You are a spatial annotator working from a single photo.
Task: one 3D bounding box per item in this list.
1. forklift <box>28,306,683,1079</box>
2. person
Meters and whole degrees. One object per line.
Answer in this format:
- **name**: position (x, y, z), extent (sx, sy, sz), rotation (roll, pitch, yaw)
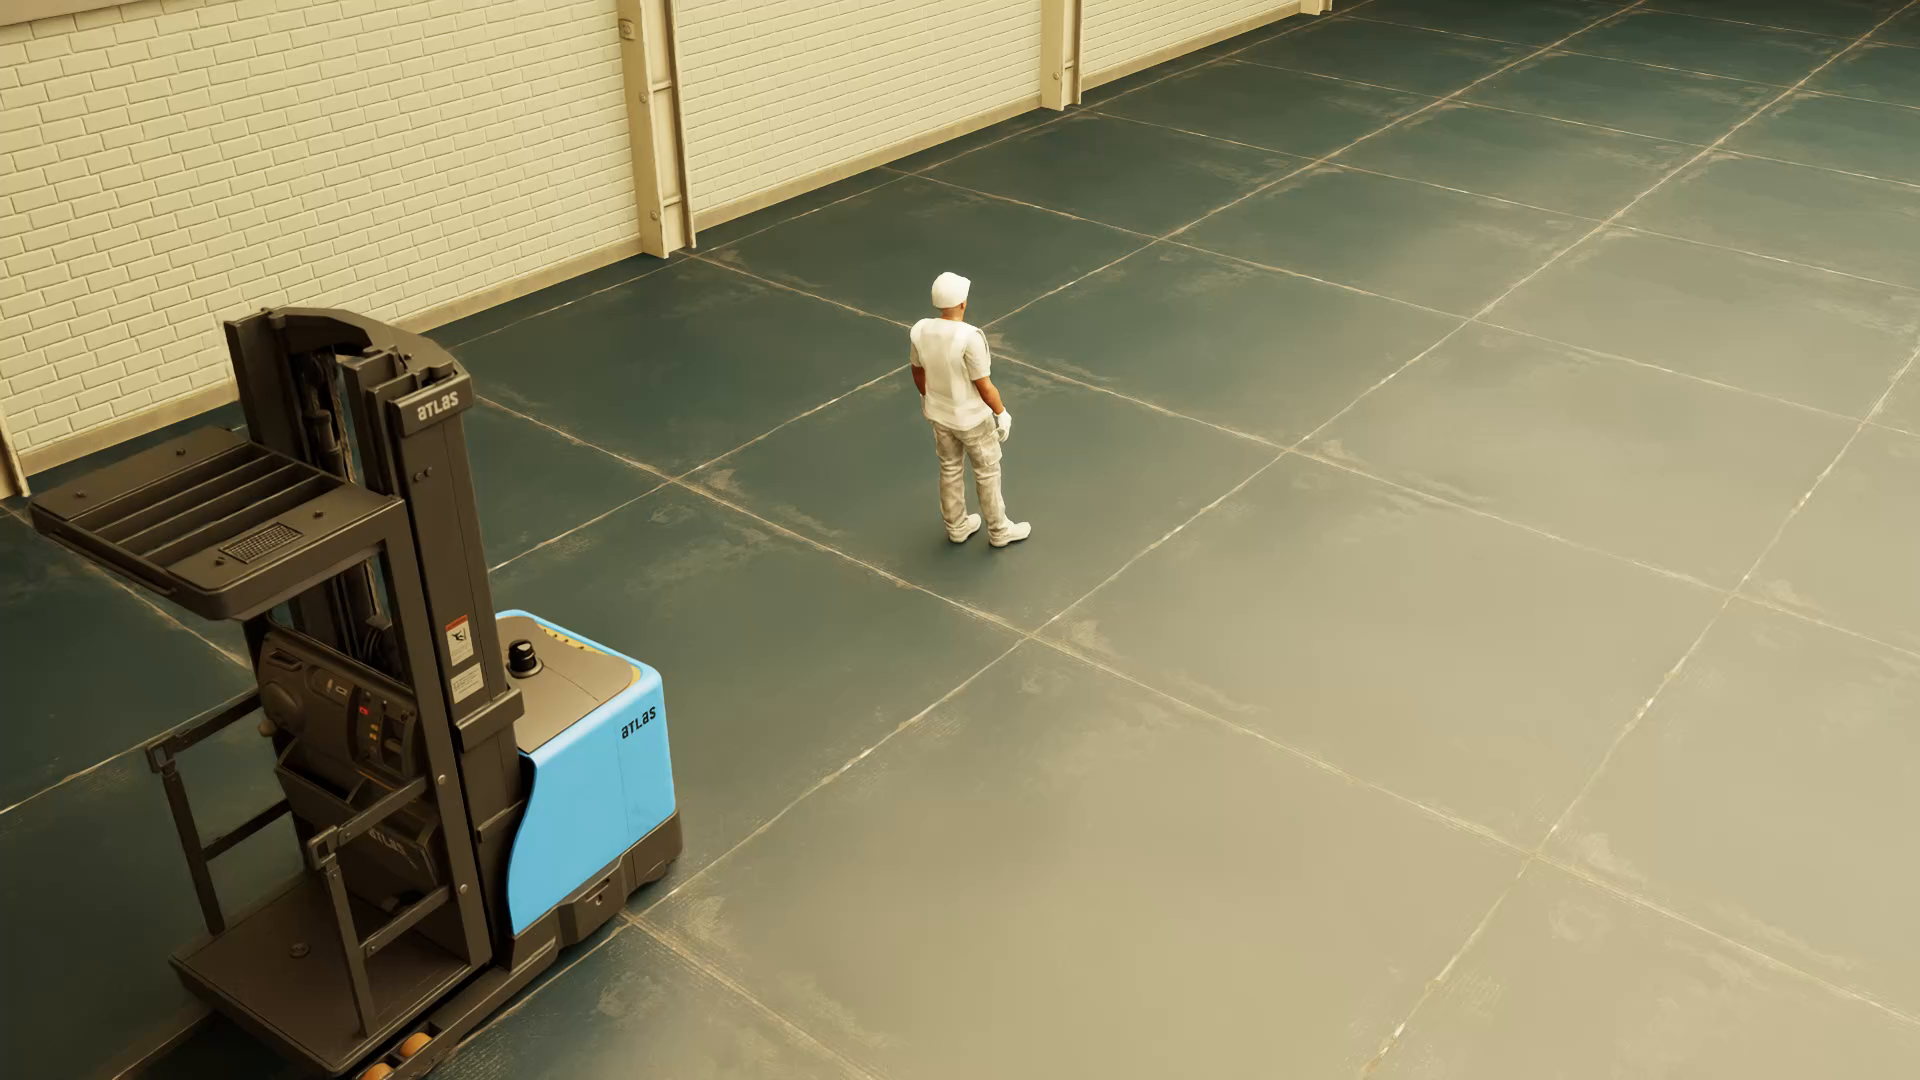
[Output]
- **forklift**: position (-2.559, 0.717, 6.367), extent (1.130, 2.935, 3.031), rotation (19, 35, 29)
- **person**: position (0.052, -0.801, 10.089), extent (0.656, 1.782, 0.577), rotation (22, 37, 33)
